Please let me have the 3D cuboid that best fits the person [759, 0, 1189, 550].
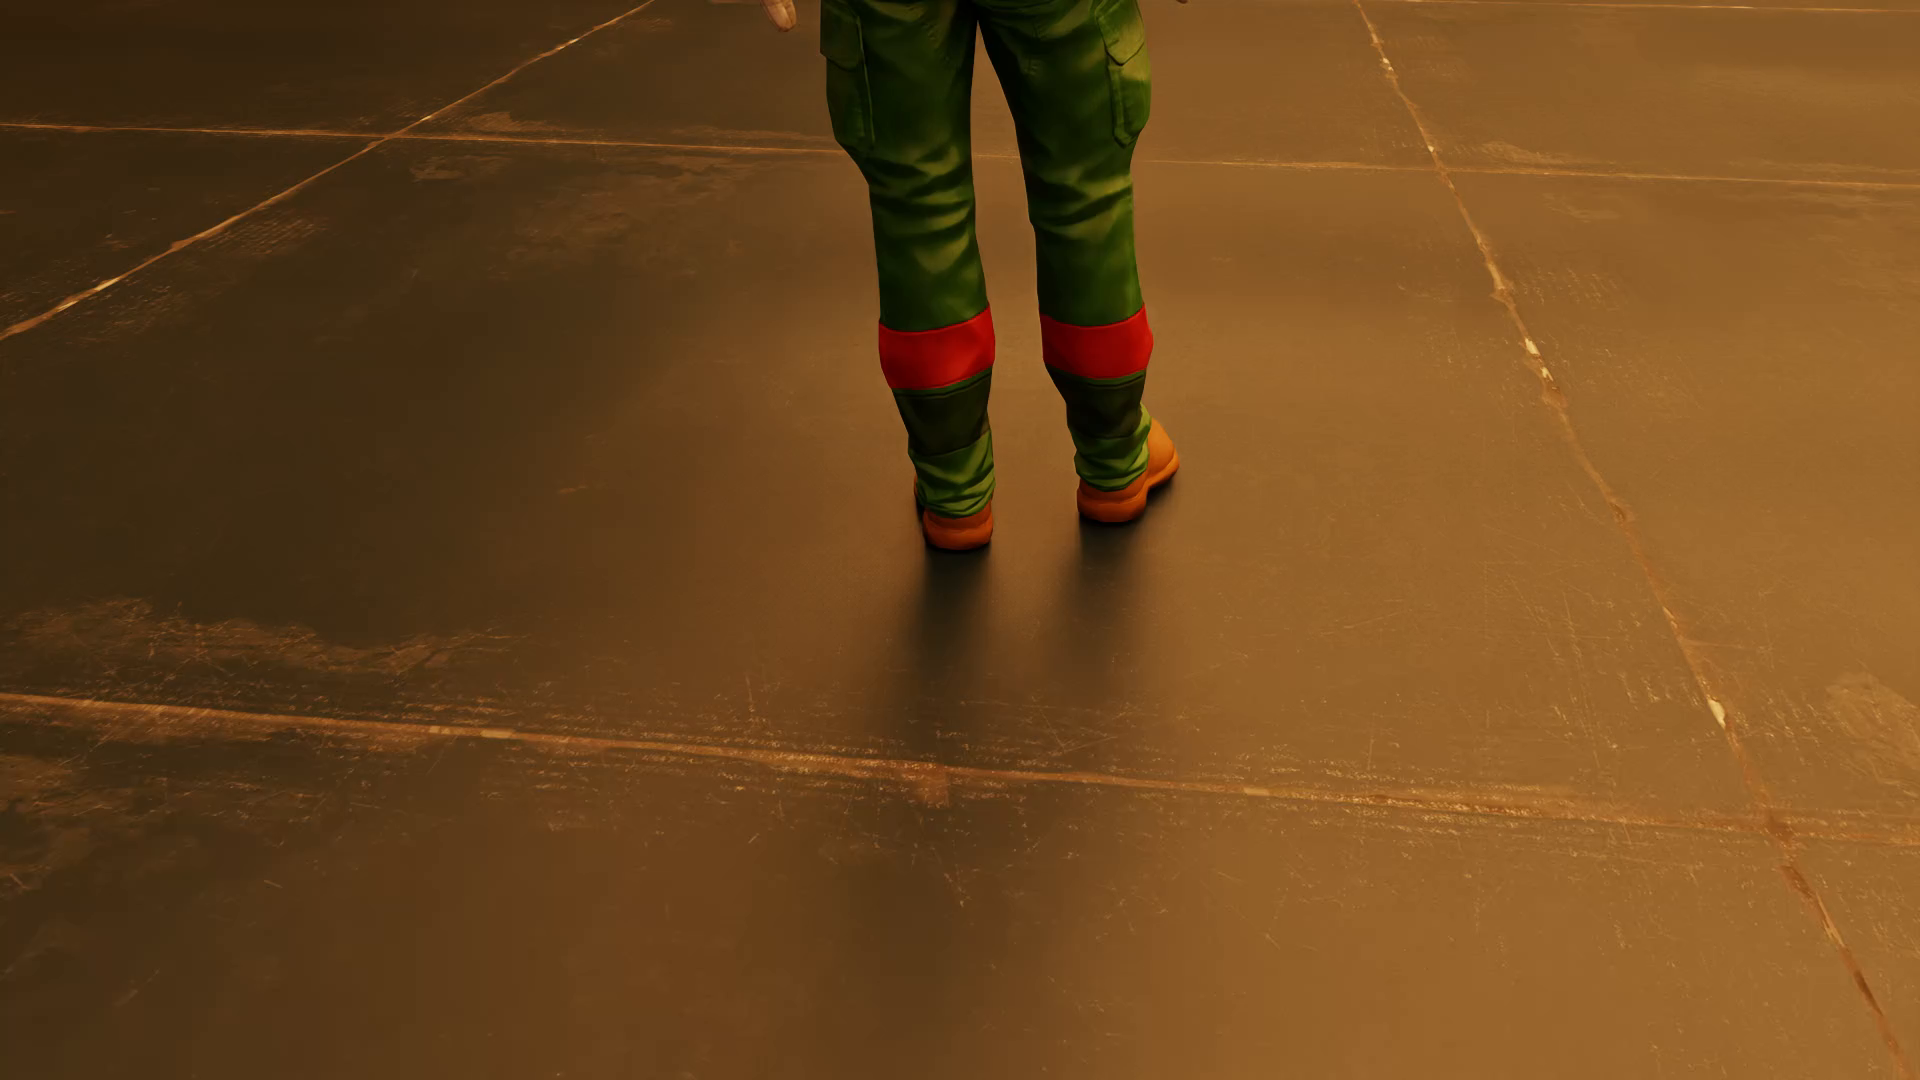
[{"bbox_3d":[0.022,-0.842,2.167,0.638,1.787,0.564,3,27,7],"label":"person"}]
